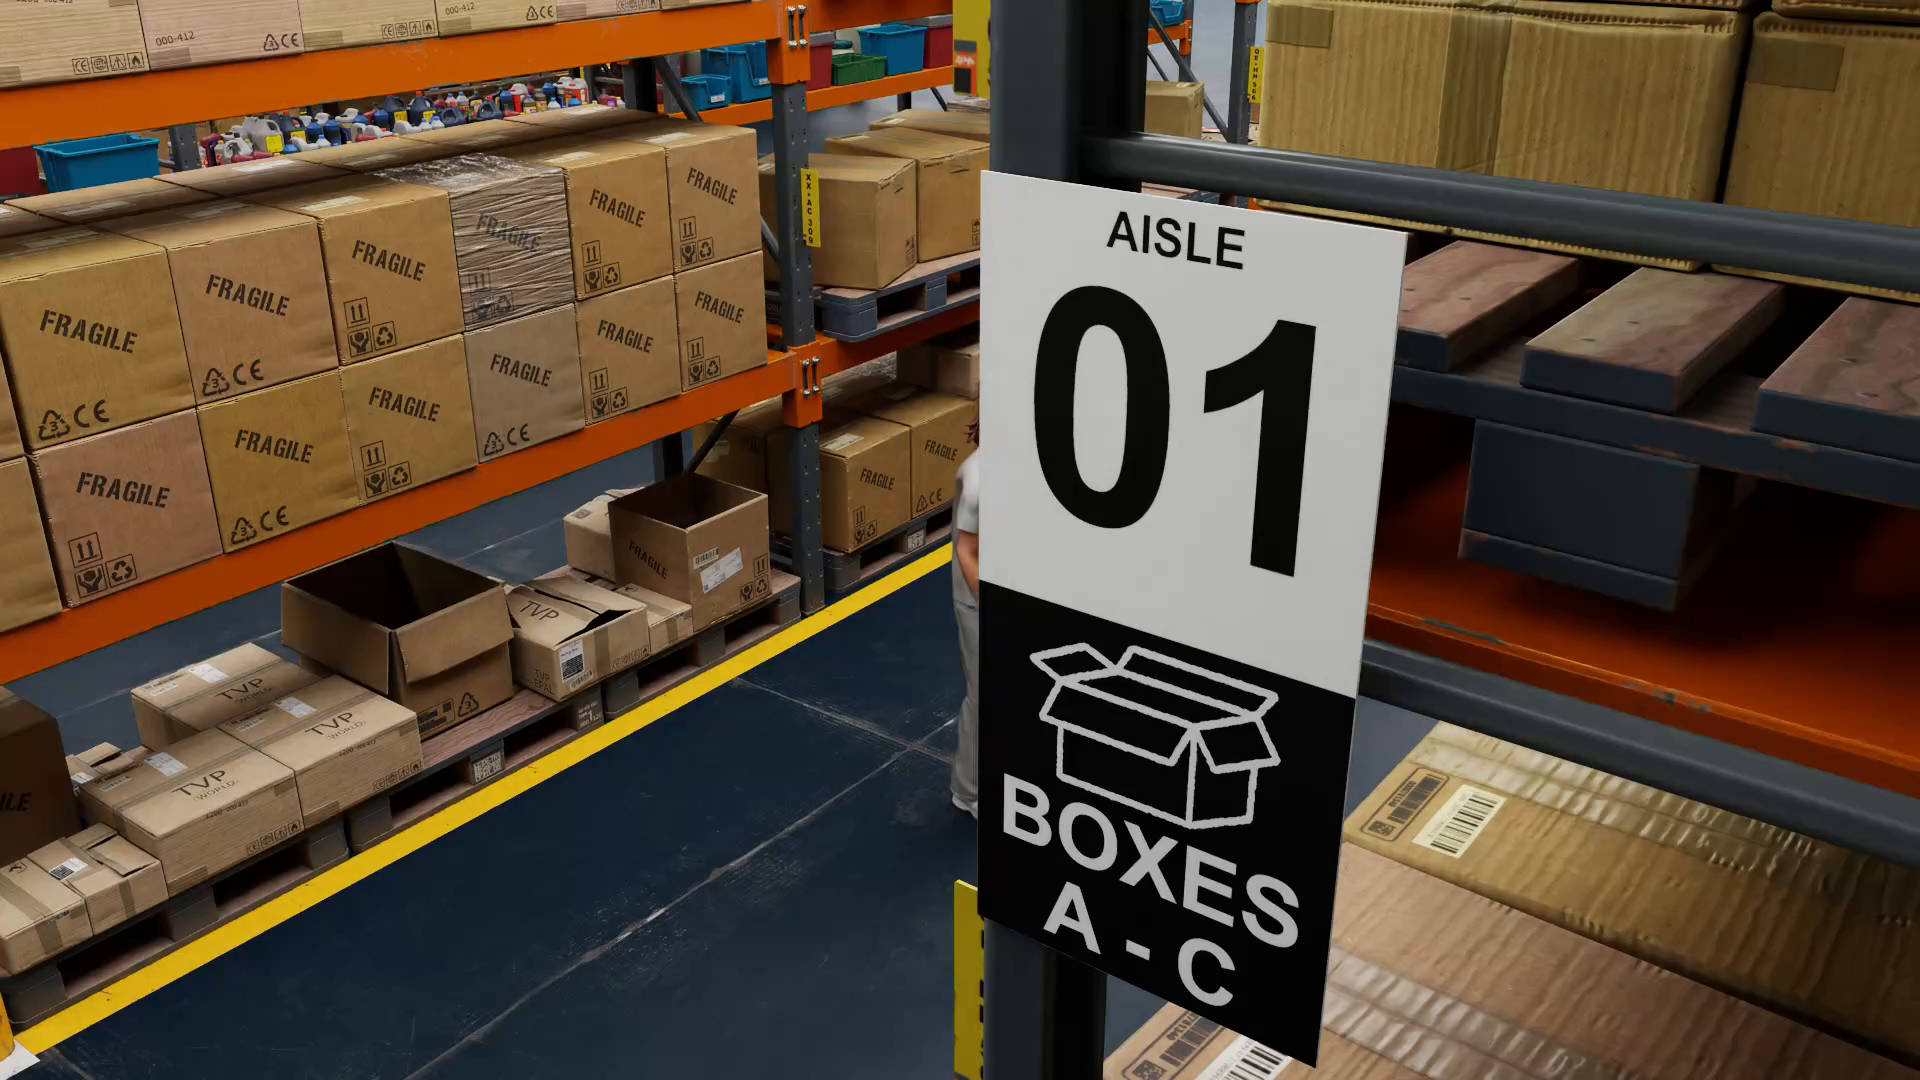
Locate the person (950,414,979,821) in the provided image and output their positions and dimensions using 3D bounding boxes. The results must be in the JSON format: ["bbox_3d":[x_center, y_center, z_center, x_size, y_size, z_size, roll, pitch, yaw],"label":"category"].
[{"bbox_3d":[0.160,0.215,6.107,0.363,1.675,0.476,16,28,32],"label":"person"}]
